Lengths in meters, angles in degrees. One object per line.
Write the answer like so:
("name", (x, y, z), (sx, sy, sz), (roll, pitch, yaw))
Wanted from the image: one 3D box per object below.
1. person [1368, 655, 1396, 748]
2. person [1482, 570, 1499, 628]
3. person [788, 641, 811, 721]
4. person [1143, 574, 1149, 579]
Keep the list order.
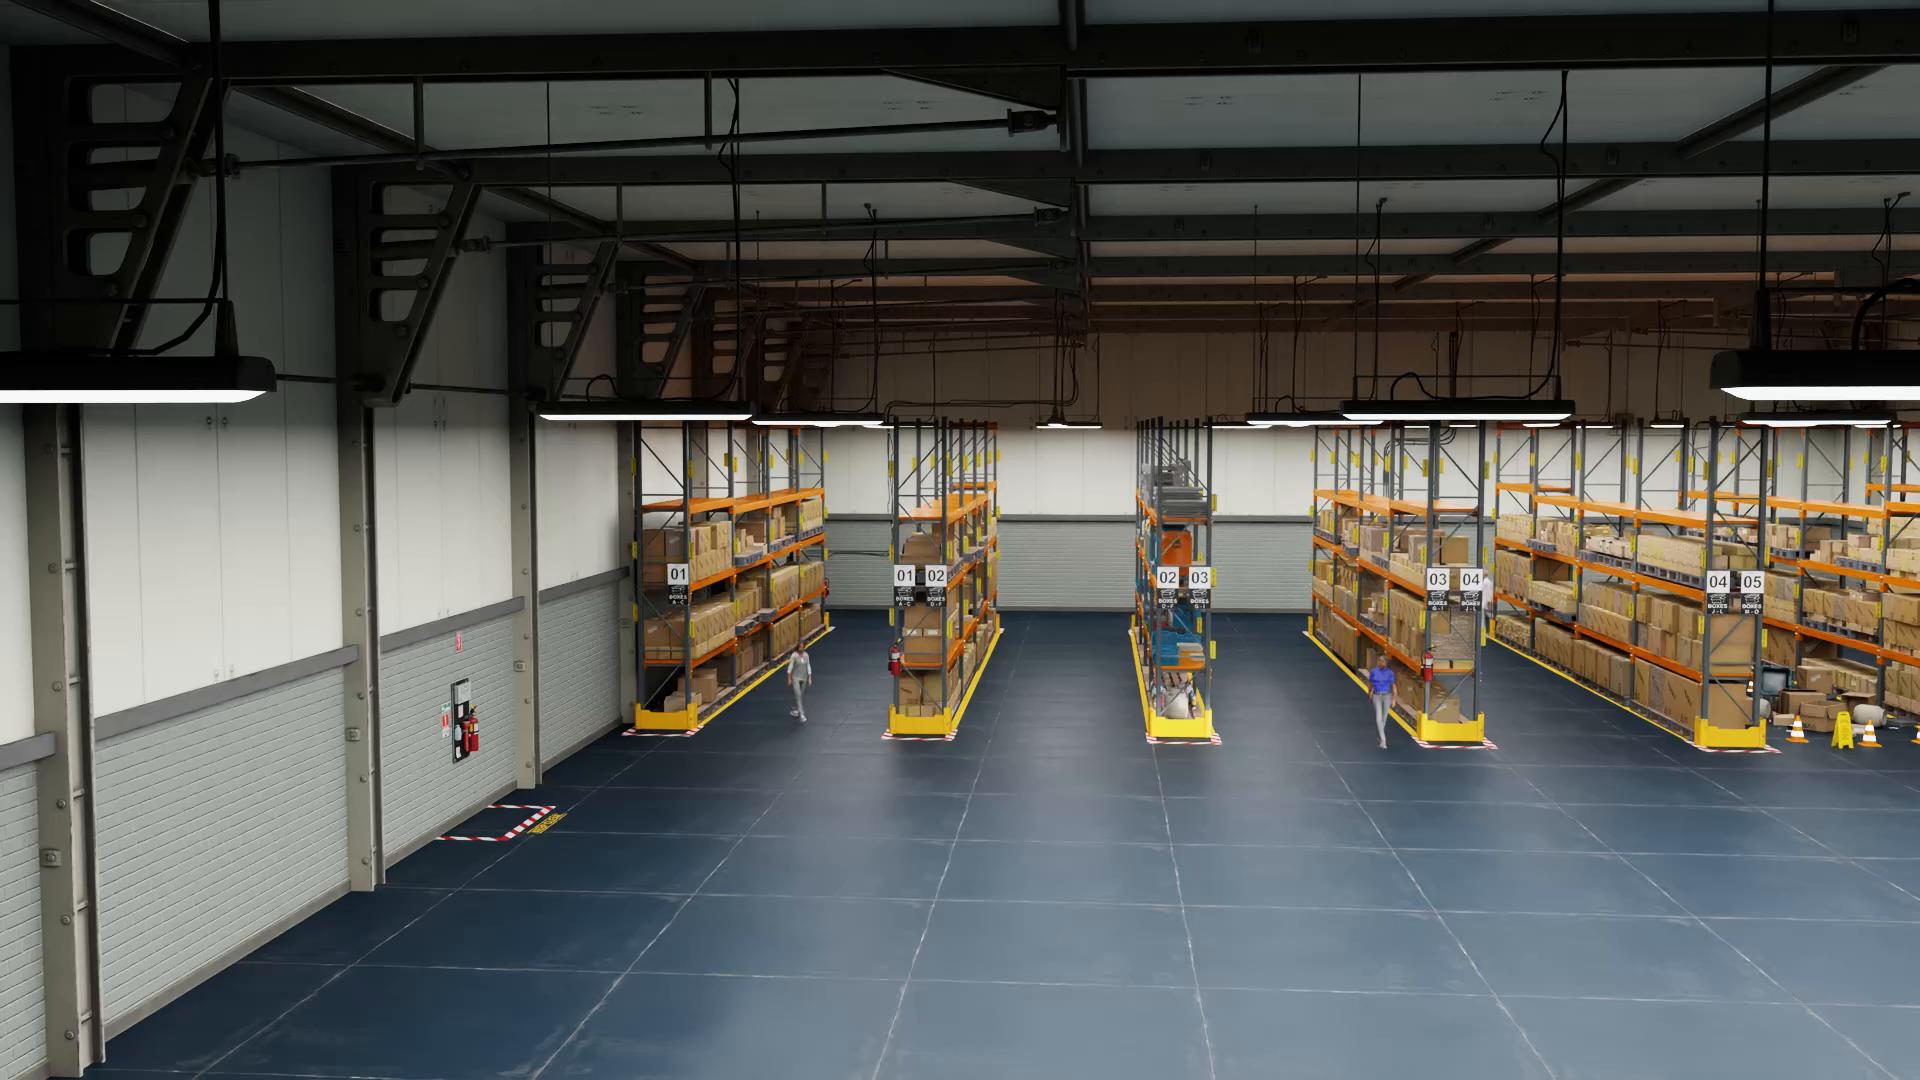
("person", (7.715, 2.925, 30.380), (0.470, 1.661, 0.709), (0, 4, 7))
("person", (15.103, 1.726, 47.621), (0.837, 1.758, 0.594), (1, 4, 8))
("person", (-3.167, 2.771, 32.986), (0.447, 1.544, 0.885), (-3, 5, -39))
("person", (5.736, 1.585, 50.618), (0.501, 1.625, 1.032), (2, 4, 33))
